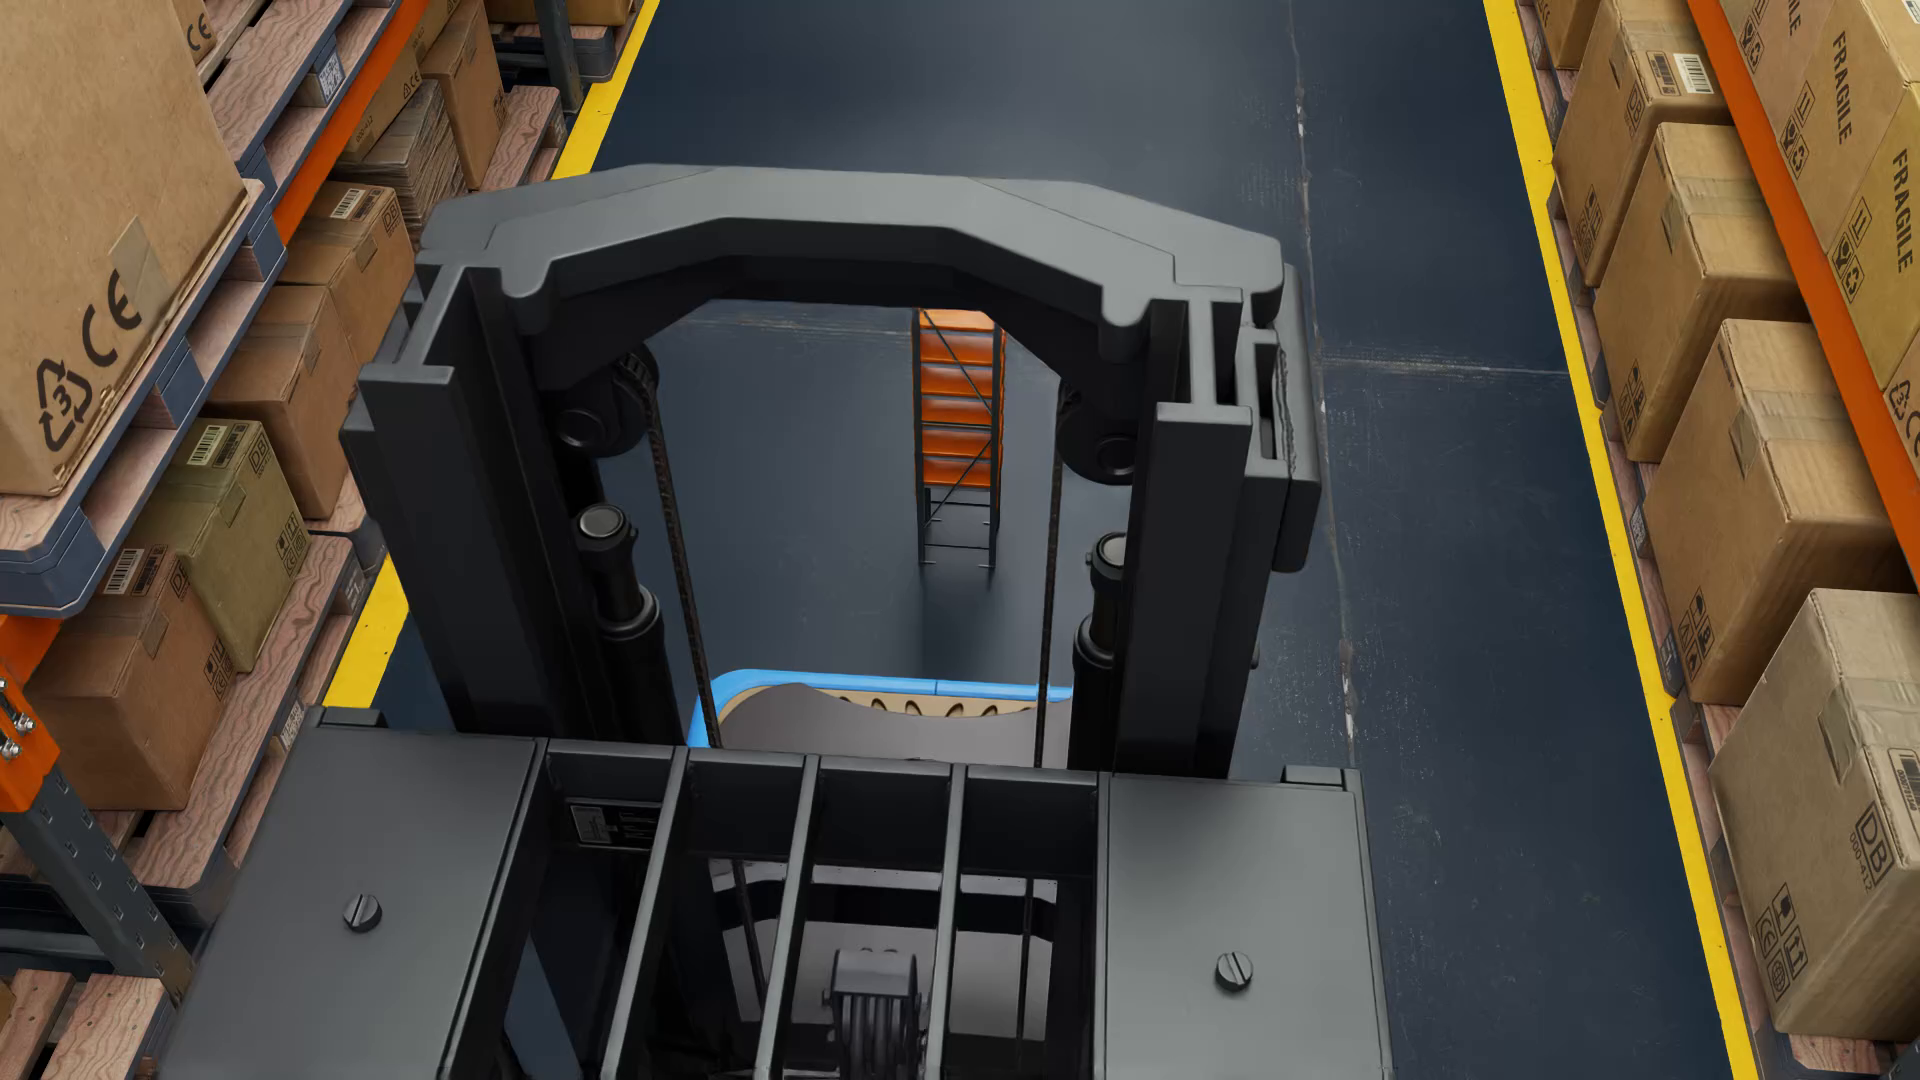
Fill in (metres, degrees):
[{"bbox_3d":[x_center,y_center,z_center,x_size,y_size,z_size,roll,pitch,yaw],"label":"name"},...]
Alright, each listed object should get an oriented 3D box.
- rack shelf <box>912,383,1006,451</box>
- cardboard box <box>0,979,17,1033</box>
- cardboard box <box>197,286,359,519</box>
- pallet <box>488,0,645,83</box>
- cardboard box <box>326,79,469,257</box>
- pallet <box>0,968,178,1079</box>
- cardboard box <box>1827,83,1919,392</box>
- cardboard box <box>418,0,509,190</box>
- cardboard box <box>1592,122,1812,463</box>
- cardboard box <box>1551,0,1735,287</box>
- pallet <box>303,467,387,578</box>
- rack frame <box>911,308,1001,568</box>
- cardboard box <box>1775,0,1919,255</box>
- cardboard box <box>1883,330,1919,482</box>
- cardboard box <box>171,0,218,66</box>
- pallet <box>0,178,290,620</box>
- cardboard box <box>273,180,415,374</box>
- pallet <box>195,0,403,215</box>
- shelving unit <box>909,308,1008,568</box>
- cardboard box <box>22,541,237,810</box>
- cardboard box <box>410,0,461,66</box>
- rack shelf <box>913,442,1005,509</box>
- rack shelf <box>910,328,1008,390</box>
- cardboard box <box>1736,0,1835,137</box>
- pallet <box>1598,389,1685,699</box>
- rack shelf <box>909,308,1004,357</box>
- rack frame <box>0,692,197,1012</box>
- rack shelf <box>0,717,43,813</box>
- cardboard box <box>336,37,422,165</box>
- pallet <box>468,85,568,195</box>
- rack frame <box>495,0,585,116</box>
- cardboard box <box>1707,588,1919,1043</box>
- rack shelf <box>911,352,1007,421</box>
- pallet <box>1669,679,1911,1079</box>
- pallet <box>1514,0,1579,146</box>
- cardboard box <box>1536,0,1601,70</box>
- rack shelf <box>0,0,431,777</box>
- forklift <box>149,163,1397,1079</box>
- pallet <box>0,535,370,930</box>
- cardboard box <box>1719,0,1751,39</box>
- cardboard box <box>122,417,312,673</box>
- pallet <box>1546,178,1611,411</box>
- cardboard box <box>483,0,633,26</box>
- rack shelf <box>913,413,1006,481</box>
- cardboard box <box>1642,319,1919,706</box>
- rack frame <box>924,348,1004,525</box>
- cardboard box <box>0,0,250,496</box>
[{"bbox_3d":[-0.001,-0.364,4.830,0.258,0.103,0.180,4,48,4],"label":"rack shelf"},{"bbox_3d":[-2.509,1.095,3.625,0.500,0.500,0.500,3,48,2],"label":"cardboard box"},{"bbox_3d":[-2.242,-0.413,4.991,0.700,0.500,0.500,0,48,0],"label":"cardboard box"},{"bbox_3d":[-1.921,-2.470,7.366,1.003,0.211,1.213,4,48,4],"label":"pallet"},{"bbox_3d":[-2.147,-1.240,5.747,0.700,0.500,0.500,0,48,0],"label":"cardboard box"},{"bbox_3d":[-2.458,1.539,3.699,1.003,0.211,1.213,4,48,4],"label":"pallet"},{"bbox_3d":[2.371,-0.668,3.760,0.500,0.500,0.500,4,48,4],"label":"cardboard box"},{"bbox_3d":[-2.109,-1.648,6.121,0.700,0.500,0.500,2,48,1],"label":"cardboard box"},{"bbox_3d":[2.641,-0.728,5.123,1.050,0.750,0.750,5,48,4],"label":"cardboard box"},{"bbox_3d":[2.717,-1.371,5.711,1.050,0.750,0.750,3,48,3],"label":"cardboard box"},{"bbox_3d":[-2.254,-0.428,5.498,1.003,0.211,1.213,4,48,4],"label":"pallet"},{"bbox_3d":[-0.010,-0.327,4.736,0.240,1.200,0.006,4,48,4],"label":"rack frame"},{"bbox_3d":[2.415,-1.041,4.102,0.500,0.500,0.500,3,48,3],"label":"cardboard box"},{"bbox_3d":[2.325,-0.297,3.421,0.500,0.500,0.500,3,48,3],"label":"cardboard box"},{"bbox_3d":[-2.366,-1.355,4.102,0.797,0.503,0.637,8,48,8],"label":"cardboard box"},{"bbox_3d":[-2.218,-0.385,3.699,1.003,0.211,1.213,4,48,4],"label":"pallet"},{"bbox_3d":[-2.192,-0.823,5.366,0.700,0.500,0.500,7,48,7],"label":"cardboard box"},{"bbox_3d":[-2.207,-1.315,4.550,1.003,0.211,1.213,4,48,4],"label":"pallet"},{"bbox_3d":[-0.001,-0.394,4.798,0.258,1.200,0.189,4,48,4],"label":"shelving unit"},{"bbox_3d":[-2.355,0.347,4.295,0.700,0.500,0.500,1,48,1],"label":"cardboard box"},{"bbox_3d":[-2.099,-1.901,5.843,0.500,0.250,0.500,6,48,5],"label":"cardboard box"},{"bbox_3d":[-0.001,-0.202,5.007,0.258,0.103,0.180,4,48,4],"label":"rack shelf"},{"bbox_3d":[-0.001,-0.526,4.653,0.258,0.103,0.180,4,48,4],"label":"rack shelf"},{"bbox_3d":[2.463,-1.407,4.436,0.500,0.500,0.500,4,48,3],"label":"cardboard box"},{"bbox_3d":[2.602,-0.020,5.125,1.003,0.211,1.213,4,48,4],"label":"pallet"},{"bbox_3d":[-0.001,-0.607,4.565,0.258,0.103,0.180,4,48,4],"label":"rack shelf"},{"bbox_3d":[-2.432,0.102,3.124,1.000,3.000,0.127,4,48,4],"label":"rack frame"},{"bbox_3d":[-2.615,1.815,2.045,1.077,0.370,4.000,4,48,4],"label":"rack shelf"},{"bbox_3d":[-2.137,-1.510,5.486,0.500,0.250,0.500,9,48,8],"label":"cardboard box"},{"bbox_3d":[-2.140,-1.322,6.316,1.003,0.211,1.213,4,48,4],"label":"pallet"},{"bbox_3d":[-2.068,-2.837,5.812,1.000,3.000,0.127,4,48,4],"label":"rack frame"},{"bbox_3d":[2.465,0.665,3.849,1.050,0.750,0.750,4,48,3],"label":"cardboard box"},{"bbox_3d":[-0.001,-0.445,4.742,0.258,0.103,0.180,4,48,4],"label":"rack shelf"},{"bbox_3d":[2.493,0.879,4.303,1.003,0.211,1.213,4,48,4],"label":"pallet"},{"bbox_3d":[2.935,-2.062,6.993,1.003,0.211,1.213,4,48,4],"label":"pallet"},{"bbox_3d":[2.662,-2.229,6.665,0.500,0.500,0.500,4,48,3],"label":"cardboard box"},{"bbox_3d":[-2.250,-1.125,4.734,1.077,0.370,4.000,4,48,4],"label":"rack shelf"},{"bbox_3d":[-0.158,1.118,2.241,1.130,2.935,3.031,3,48,3],"label":"forklift"},{"bbox_3d":[-2.363,0.471,4.676,1.003,0.211,1.213,4,48,4],"label":"pallet"},{"bbox_3d":[2.509,-1.778,4.775,0.500,0.500,0.500,3,48,3],"label":"cardboard box"},{"bbox_3d":[-2.293,-0.002,4.615,0.700,0.500,0.500,4,48,3],"label":"cardboard box"},{"bbox_3d":[2.715,-0.914,5.943,1.003,0.211,1.213,4,48,4],"label":"pallet"},{"bbox_3d":[-1.984,-2.768,6.904,1.225,0.875,0.875,2,48,2],"label":"cardboard box"},{"bbox_3d":[-0.001,-0.283,4.919,0.258,0.103,0.180,4,48,4],"label":"rack shelf"},{"bbox_3d":[2.556,-0.043,4.497,1.050,0.750,0.750,4,48,4],"label":"cardboard box"},{"bbox_3d":[0.007,-0.462,4.859,0.240,1.200,0.006,4,48,4],"label":"rack frame"},{"bbox_3d":[-2.221,-0.817,3.273,1.000,1.000,1.000,4,48,4],"label":"cardboard box"}]
